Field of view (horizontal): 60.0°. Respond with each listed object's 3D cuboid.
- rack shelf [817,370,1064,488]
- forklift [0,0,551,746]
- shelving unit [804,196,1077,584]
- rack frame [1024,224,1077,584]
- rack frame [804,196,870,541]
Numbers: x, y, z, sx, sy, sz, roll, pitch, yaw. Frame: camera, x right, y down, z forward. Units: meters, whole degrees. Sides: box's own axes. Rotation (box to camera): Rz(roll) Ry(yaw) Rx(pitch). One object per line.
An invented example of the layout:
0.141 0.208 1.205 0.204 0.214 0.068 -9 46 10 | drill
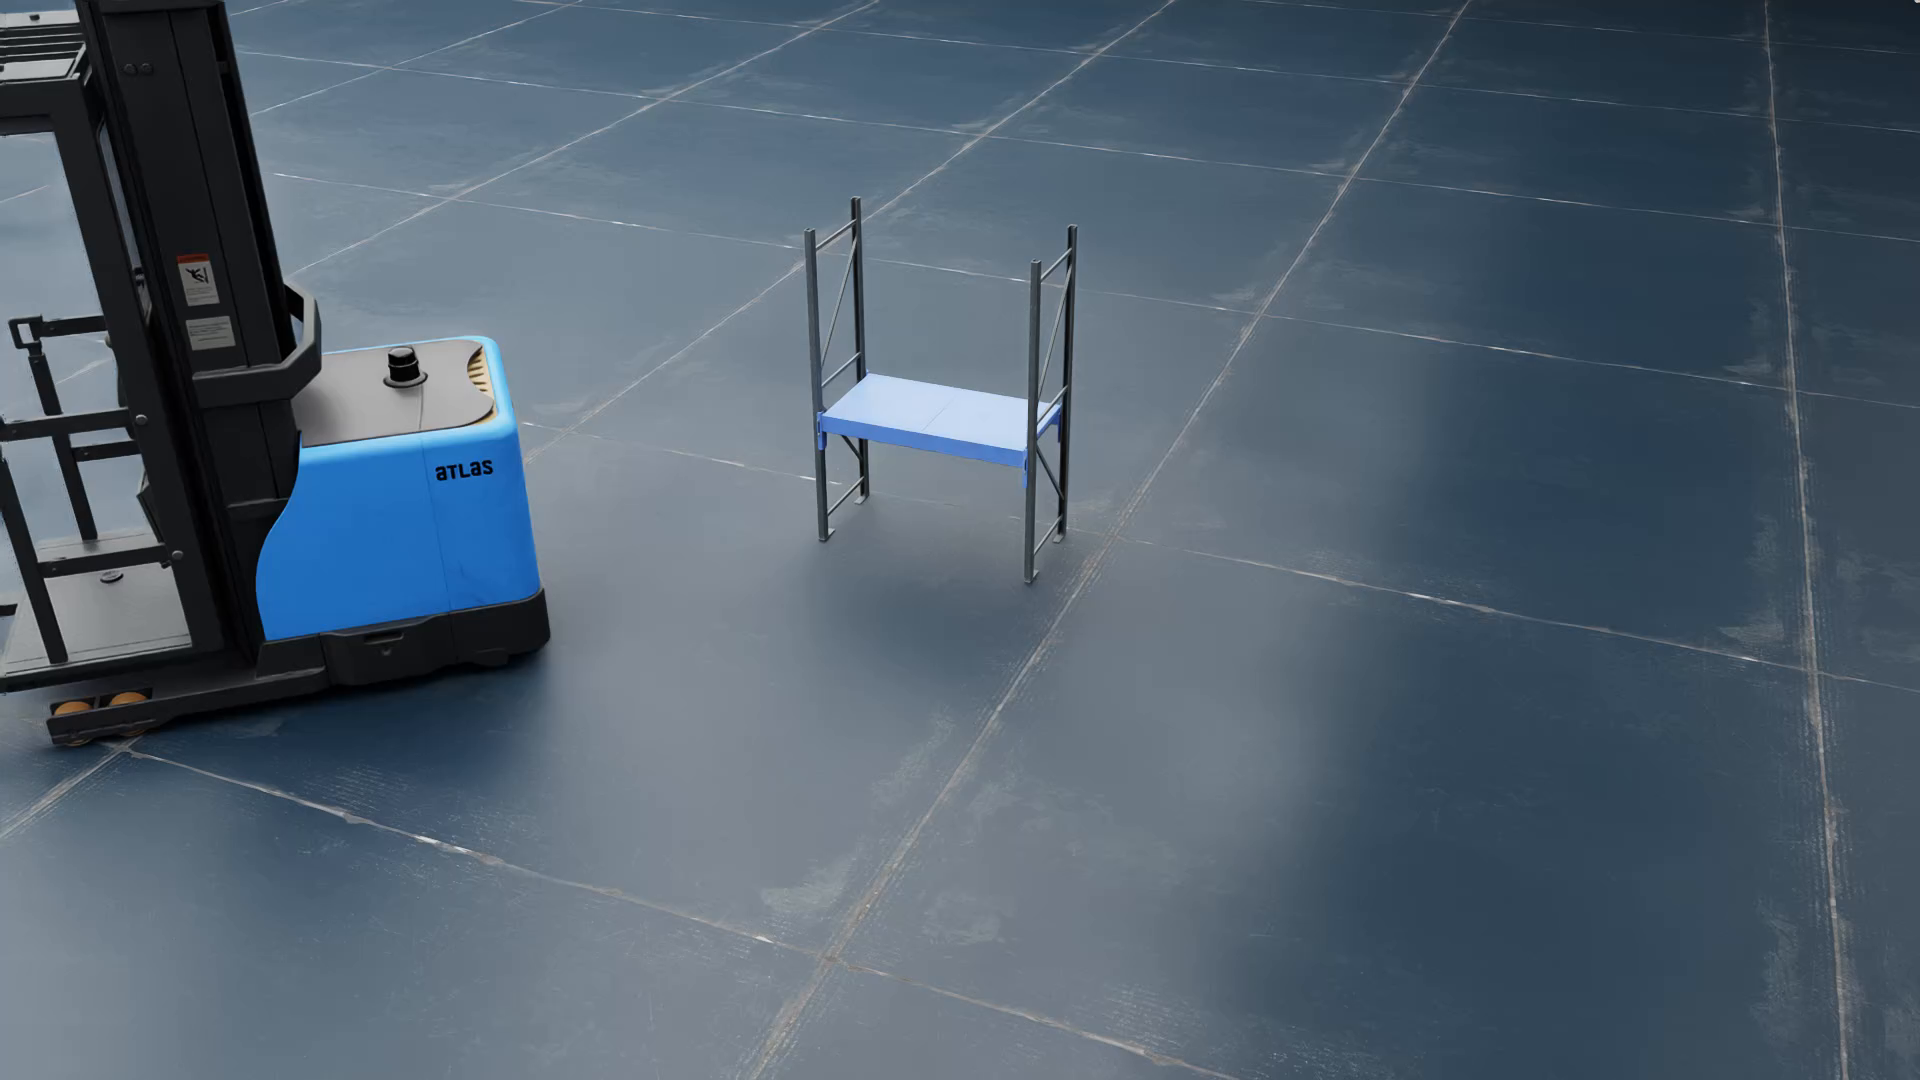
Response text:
-0.079 -0.512 7.497 1.000 0.185 0.538 11 31 19 | rack shelf
-3.271 -0.782 6.155 3.031 2.935 1.130 -9 31 -16 | forklift
-0.079 -0.669 7.409 1.048 1.500 0.538 11 31 19 | shelving unit
0.392 -0.575 7.242 0.032 1.500 0.500 11 31 19 | rack frame
-0.550 -0.763 7.575 0.032 1.500 0.500 11 31 19 | rack frame
